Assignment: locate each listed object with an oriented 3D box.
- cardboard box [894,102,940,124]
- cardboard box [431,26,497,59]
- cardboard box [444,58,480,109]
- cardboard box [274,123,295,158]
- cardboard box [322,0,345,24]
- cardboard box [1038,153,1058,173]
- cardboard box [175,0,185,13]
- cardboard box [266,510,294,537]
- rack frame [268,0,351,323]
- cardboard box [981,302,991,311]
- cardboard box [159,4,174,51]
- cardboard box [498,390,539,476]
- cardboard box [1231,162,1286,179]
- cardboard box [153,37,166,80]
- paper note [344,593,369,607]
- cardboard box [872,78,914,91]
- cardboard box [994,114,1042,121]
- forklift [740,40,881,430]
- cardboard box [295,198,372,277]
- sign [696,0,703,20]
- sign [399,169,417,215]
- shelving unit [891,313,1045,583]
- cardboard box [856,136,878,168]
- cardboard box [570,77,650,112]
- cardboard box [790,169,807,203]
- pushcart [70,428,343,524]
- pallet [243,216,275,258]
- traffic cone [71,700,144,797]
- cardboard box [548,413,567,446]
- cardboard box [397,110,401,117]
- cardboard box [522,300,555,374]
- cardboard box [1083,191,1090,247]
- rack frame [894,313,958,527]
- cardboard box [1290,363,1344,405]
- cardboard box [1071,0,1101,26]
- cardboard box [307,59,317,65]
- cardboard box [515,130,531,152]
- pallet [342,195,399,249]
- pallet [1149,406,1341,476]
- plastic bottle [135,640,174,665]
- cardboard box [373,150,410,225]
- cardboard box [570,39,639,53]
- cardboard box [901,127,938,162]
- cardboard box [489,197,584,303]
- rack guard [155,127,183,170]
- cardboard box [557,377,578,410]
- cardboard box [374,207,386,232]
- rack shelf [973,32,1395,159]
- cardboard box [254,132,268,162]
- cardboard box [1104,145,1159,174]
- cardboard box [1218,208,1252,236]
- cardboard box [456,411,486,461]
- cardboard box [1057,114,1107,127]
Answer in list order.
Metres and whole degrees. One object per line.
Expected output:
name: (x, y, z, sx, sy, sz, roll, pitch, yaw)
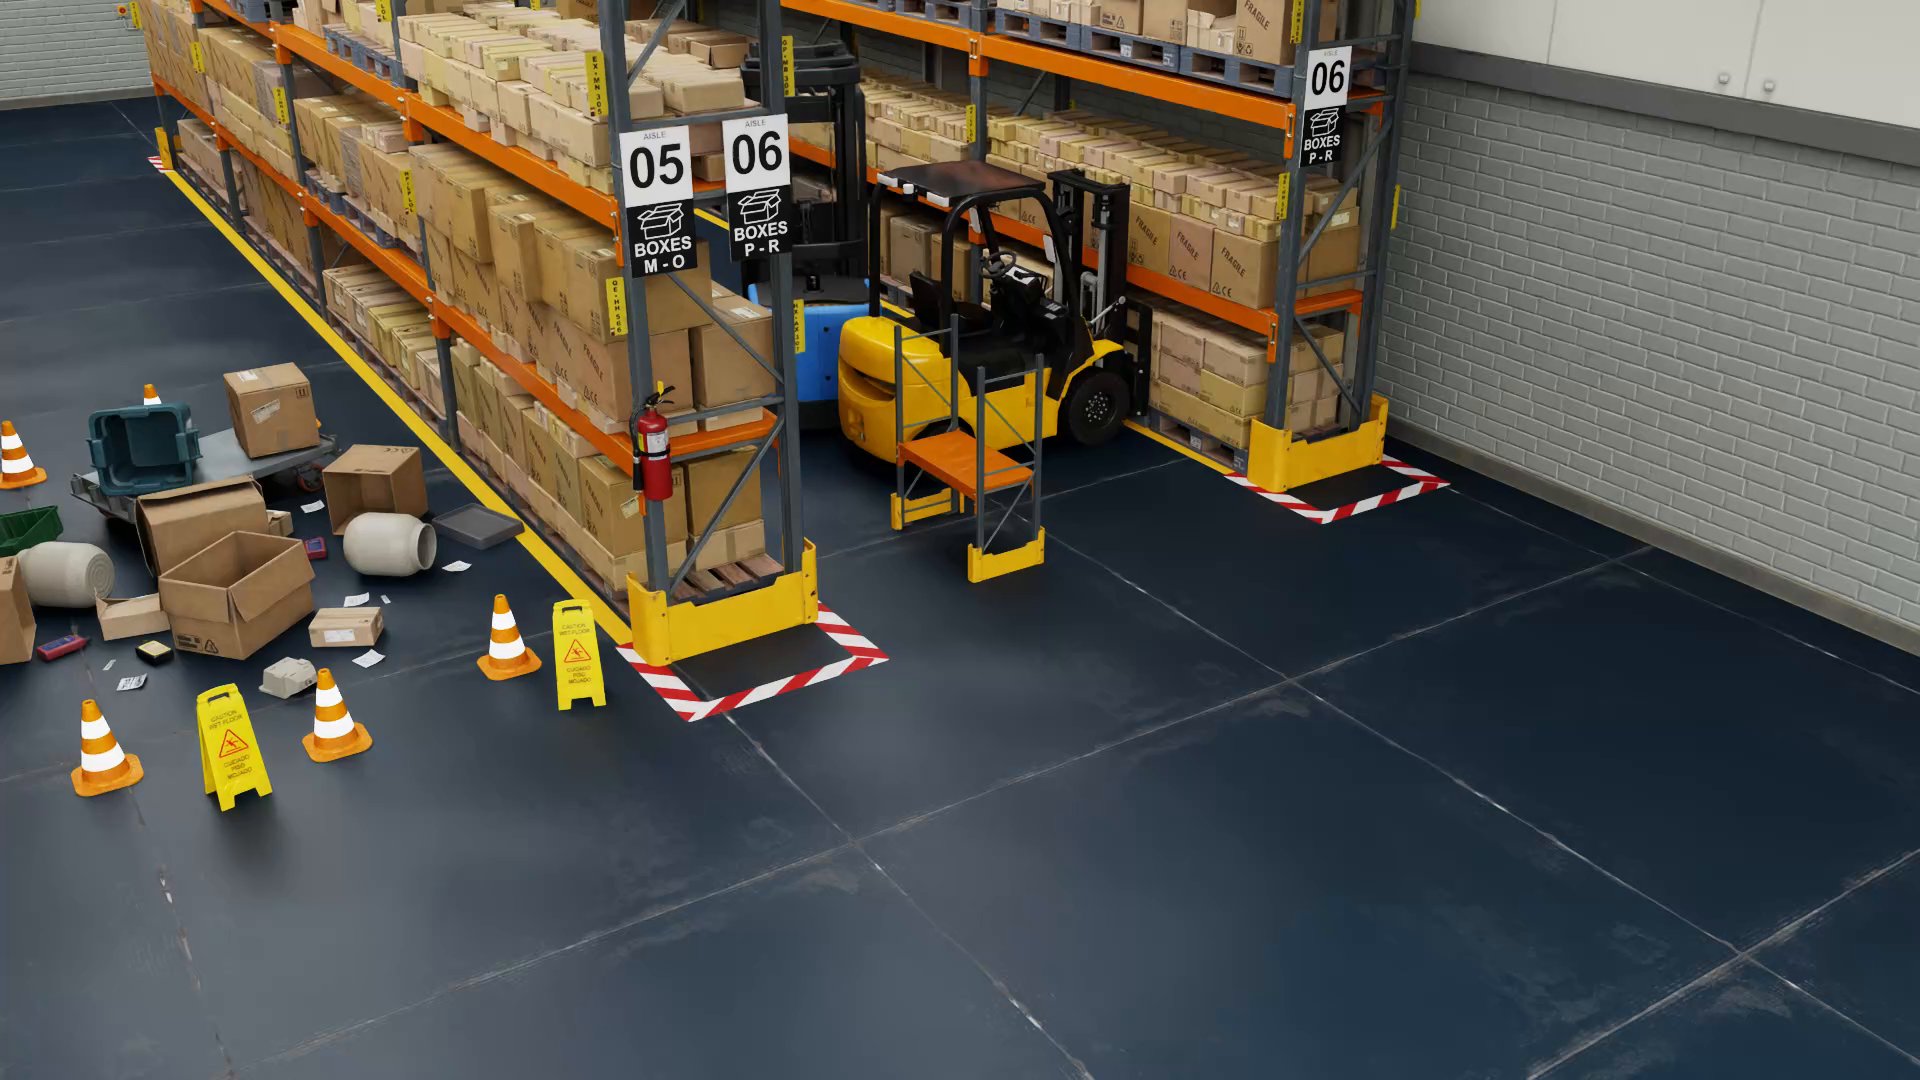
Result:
cardboard box: (-0.413, -4.105, 16.017, 0.380, 0.149, 0.250, -16, 30, -31)
cardboard box: (-3.284, -3.310, 11.057, 0.380, 0.149, 0.250, -16, 30, -30)
cardboard box: (-3.044, -3.016, 10.901, 0.500, 0.250, 0.500, -15, 29, -29)
cardboard box: (-6.268, -3.881, 16.011, 0.500, 0.250, 0.500, -16, 29, -30)
cardboard box: (-4.934, -4.473, 14.040, 0.797, 0.503, 0.637, -16, 29, -30)
cardboard box: (0.884, -3.215, 14.133, 0.380, 0.149, 0.250, -15, 29, -28)
cardboard box: (-8.910, -6.245, 19.379, 0.380, 0.149, 0.250, -16, 30, -30)
cardboard box: (-4.960, -0.150, 11.720, 0.396, 0.266, 0.258, 7, 26, 15)
rack frame: (-5.791, -3.609, 15.844, 1.000, 3.000, 0.127, -16, 29, -30)
cardboard box: (0.537, -2.033, 15.234, 0.500, 0.250, 0.500, -15, 29, -29)
cardboard box: (-9.286, -6.186, 20.014, 0.500, 0.500, 0.500, -15, 29, -29)
cardboard box: (-2.927, -0.815, 11.777, 0.500, 0.500, 0.500, -14, 29, -27)
cardboard box: (2.336, -2.833, 12.975, 0.380, 0.149, 0.250, -15, 29, -29)
cardboard box: (-9.837, -6.103, 21.009, 0.500, 0.500, 0.500, -16, 30, -30)
paper note: (-3.945, 0.387, 10.870, 0.148, 0.019, 0.142, -6, 26, -12)
cardboard box: (-0.690, -4.679, 17.233, 0.380, 0.149, 0.250, -16, 29, -30)
cardboard box: (0.538, -3.851, 15.479, 0.380, 0.149, 0.250, -16, 30, -31)
forklift: (-1.359, -2.799, 14.209, 1.130, 2.935, 3.031, -4, 26, -9)
cardboard box: (-6.098, -3.105, 16.772, 0.875, 0.875, 0.875, -16, 30, -30)
sign: (-3.354, -6.852, 21.357, 0.100, 0.325, 0.005, -16, 29, -30)
sign: (-4.070, -2.571, 12.289, 0.100, 0.325, 0.005, -16, 29, -30)
shelving unit: (0.042, -0.651, 11.334, 0.587, 1.500, 1.083, -16, 29, -30)
cardboard box: (-0.757, -3.934, 16.708, 0.500, 0.250, 0.500, -14, 29, -28)
cardboard box: (-1.964, -2.505, 9.350, 0.380, 0.149, 0.250, -15, 29, -29)
cardboard box: (-2.045, -3.928, 18.955, 0.500, 0.500, 0.500, -15, 29, -28)
pushcart: (-5.490, -0.443, 12.210, 0.936, 0.377, 1.648, 18, 31, 33)
pallet: (-7.490, -3.520, 18.922, 1.003, 0.211, 1.213, -16, 29, -30)
traffic cone: (-4.616, 1.068, 8.907, 0.336, 0.463, 0.334, -16, 29, -30)
cardboard box: (-2.470, -0.759, 10.897, 0.380, 0.149, 0.250, -15, 29, -29)
cardboard box: (-4.661, -3.753, 14.431, 0.380, 0.149, 0.250, -17, 30, -32)
cardboard box: (-2.490, -1.417, 10.735, 0.500, 0.500, 0.500, -16, 29, -30)
cardboard box: (1.149, -2.799, 14.010, 0.500, 0.500, 0.500, -16, 30, -30)
rack frame: (-0.231, -0.830, 11.713, 0.500, 1.500, 0.032, -16, 29, -30)
cardboard box: (2.651, -1.295, 13.085, 0.500, 0.250, 0.500, -15, 29, -29)
cardboard box: (1.106, -4.266, 13.269, 0.396, 0.266, 0.258, -16, 30, -31)
cardboard box: (-6.134, -4.515, 16.475, 0.500, 0.500, 0.500, -15, 29, -29)
cardboard box: (-2.528, -2.518, 10.312, 0.380, 0.149, 0.250, -16, 30, -31)
pallet: (-4.676, -2.824, 14.405, 1.003, 0.211, 1.213, -16, 29, -30)
pallet: (2.281, -0.909, 13.390, 1.003, 0.211, 1.213, -16, 29, -30)
plastic bottle: (-4.957, 0.681, 10.198, 0.283, 0.061, 0.133, 18, 31, 33)
cardboard box: (-4.323, -2.837, 13.250, 0.500, 0.500, 0.500, -15, 29, -29)
cardboard box: (-2.251, -3.077, 10.564, 0.380, 0.149, 0.250, -15, 29, -29)
cardboard box: (-0.219, -3.793, 15.824, 0.500, 0.250, 0.500, -16, 30, -31)
cardboard box: (-2.520, -1.853, 10.486, 0.700, 0.500, 0.500, -16, 30, -30)
rack guard: (-10.171, -5.349, 22.457, 1.175, 0.500, 0.348, -16, 29, -30)
cardboard box: (-2.326, -0.964, 10.536, 0.380, 0.149, 0.250, -15, 29, -29)
cardboard box: (-4.561, -2.647, 13.608, 0.380, 0.149, 0.250, -15, 29, -29)
rack shelf: (1.642, -3.652, 13.264, 1.077, 0.370, 4.000, -16, 29, -30)
cardboard box: (-6.838, -4.025, 16.900, 0.500, 0.250, 0.500, -16, 30, -30)
cardboard box: (1.396, -3.099, 13.538, 0.380, 0.149, 0.250, -15, 29, -29)
cardboard box: (2.145, -2.388, 12.379, 0.380, 0.149, 0.250, -15, 29, -29)
cardboard box: (-3.511, -0.851, 12.730, 0.500, 0.250, 0.500, -17, 30, -32)
cardboard box: (1.080, -3.666, 14.740, 0.380, 0.149, 0.250, -16, 30, -31)
